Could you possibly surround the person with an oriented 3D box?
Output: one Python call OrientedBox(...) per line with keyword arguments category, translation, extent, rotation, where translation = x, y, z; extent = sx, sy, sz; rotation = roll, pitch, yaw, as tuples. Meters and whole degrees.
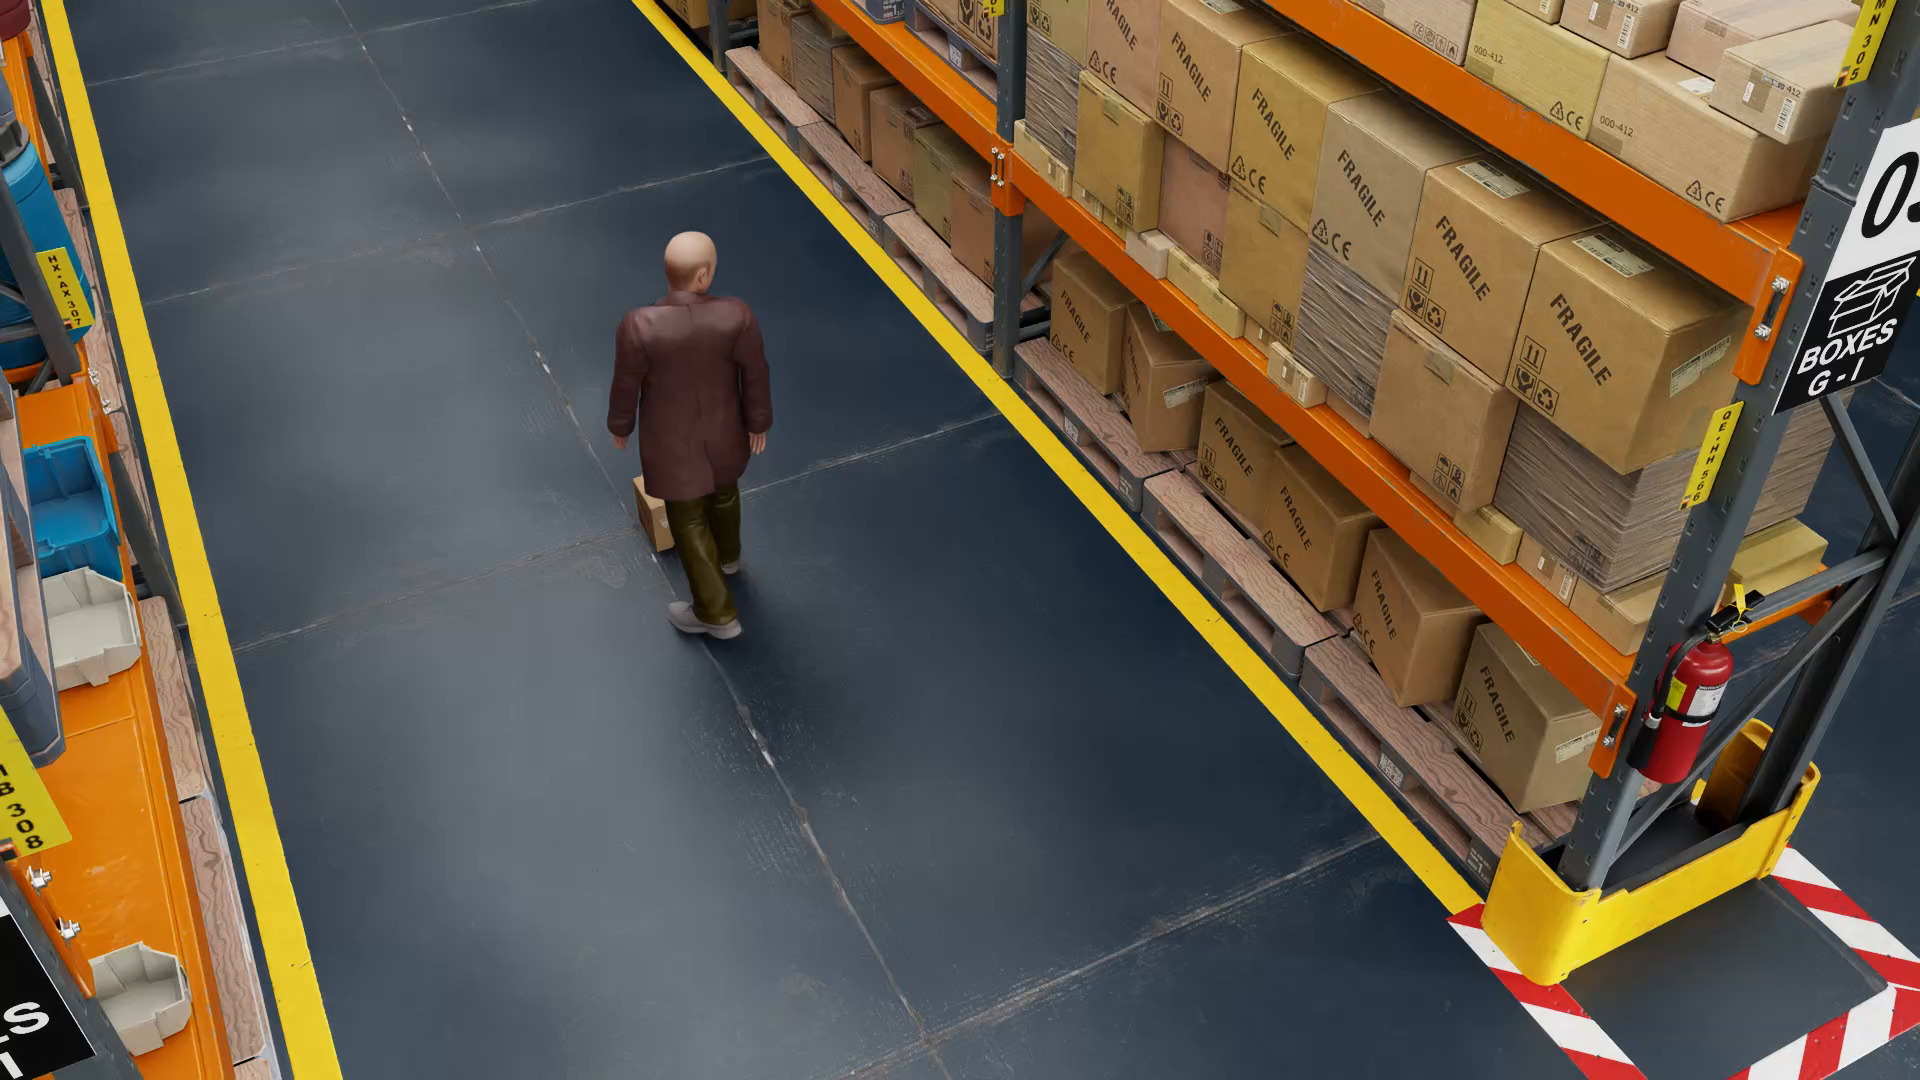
OrientedBox(category="person", translation=(-1.091, -0.460, 6.690), extent=(0.623, 1.767, 0.816), rotation=(-18, 44, -20))
